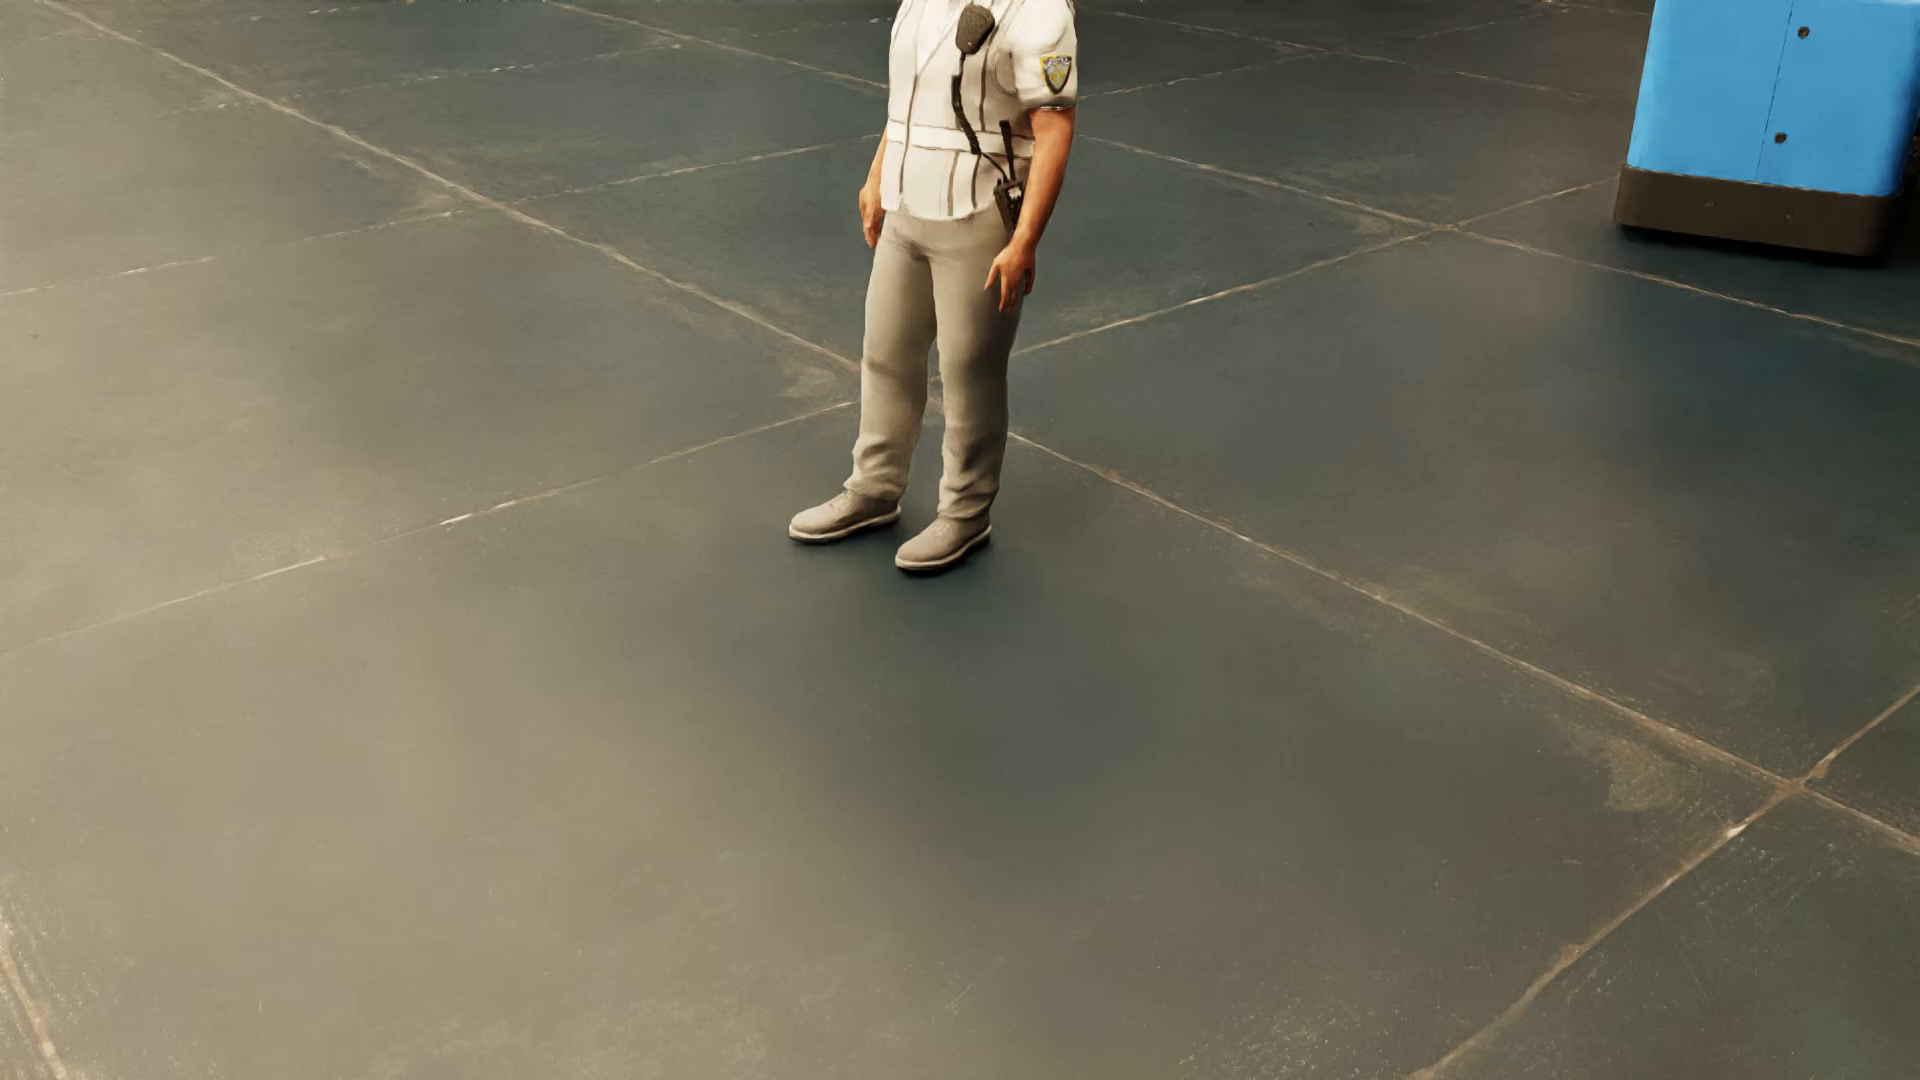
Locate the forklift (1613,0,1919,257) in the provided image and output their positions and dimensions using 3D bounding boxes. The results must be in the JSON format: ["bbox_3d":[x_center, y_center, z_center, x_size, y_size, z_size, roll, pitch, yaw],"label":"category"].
[{"bbox_3d":[3.962,-3.056,7.364,1.130,2.935,3.031,14,30,27],"label":"forklift"}]

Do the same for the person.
[{"bbox_3d":[-0.067,-0.787,4.065,0.574,1.781,0.640,-20,33,-35],"label":"person"}]
